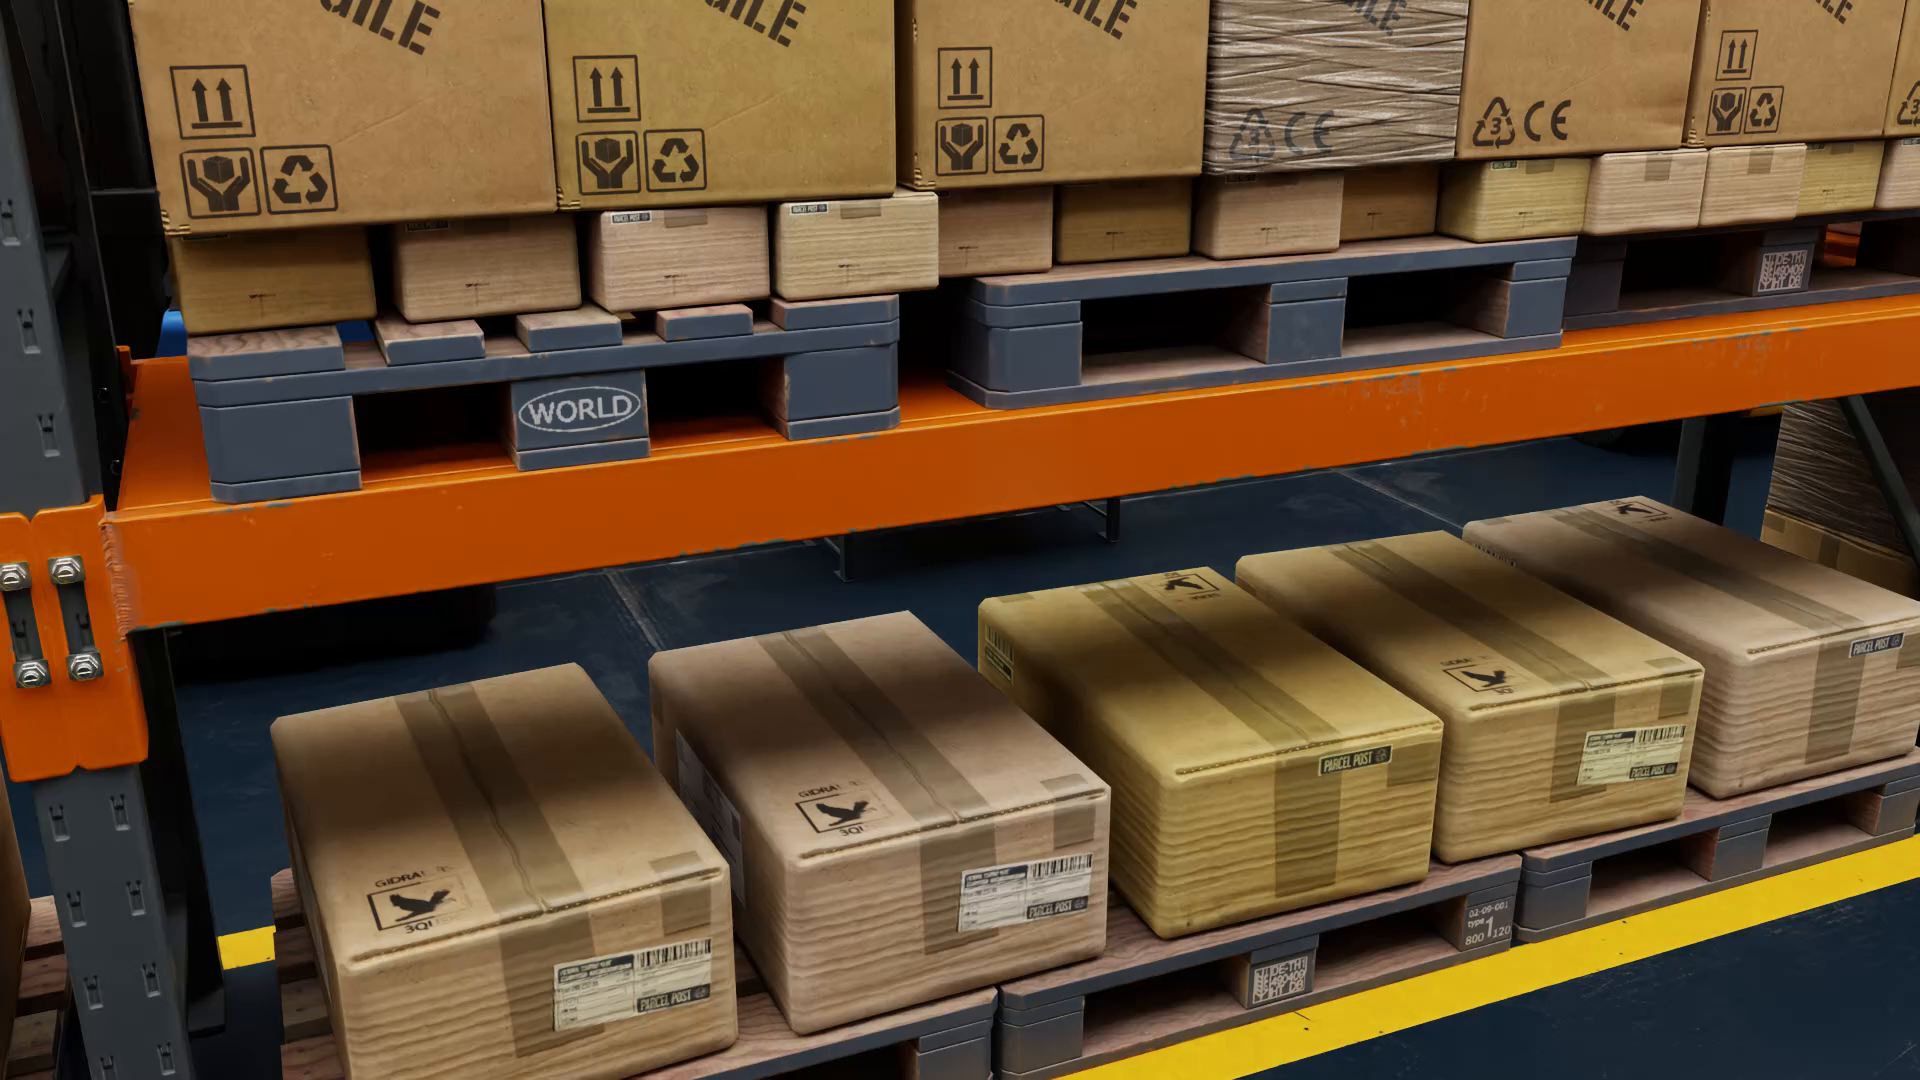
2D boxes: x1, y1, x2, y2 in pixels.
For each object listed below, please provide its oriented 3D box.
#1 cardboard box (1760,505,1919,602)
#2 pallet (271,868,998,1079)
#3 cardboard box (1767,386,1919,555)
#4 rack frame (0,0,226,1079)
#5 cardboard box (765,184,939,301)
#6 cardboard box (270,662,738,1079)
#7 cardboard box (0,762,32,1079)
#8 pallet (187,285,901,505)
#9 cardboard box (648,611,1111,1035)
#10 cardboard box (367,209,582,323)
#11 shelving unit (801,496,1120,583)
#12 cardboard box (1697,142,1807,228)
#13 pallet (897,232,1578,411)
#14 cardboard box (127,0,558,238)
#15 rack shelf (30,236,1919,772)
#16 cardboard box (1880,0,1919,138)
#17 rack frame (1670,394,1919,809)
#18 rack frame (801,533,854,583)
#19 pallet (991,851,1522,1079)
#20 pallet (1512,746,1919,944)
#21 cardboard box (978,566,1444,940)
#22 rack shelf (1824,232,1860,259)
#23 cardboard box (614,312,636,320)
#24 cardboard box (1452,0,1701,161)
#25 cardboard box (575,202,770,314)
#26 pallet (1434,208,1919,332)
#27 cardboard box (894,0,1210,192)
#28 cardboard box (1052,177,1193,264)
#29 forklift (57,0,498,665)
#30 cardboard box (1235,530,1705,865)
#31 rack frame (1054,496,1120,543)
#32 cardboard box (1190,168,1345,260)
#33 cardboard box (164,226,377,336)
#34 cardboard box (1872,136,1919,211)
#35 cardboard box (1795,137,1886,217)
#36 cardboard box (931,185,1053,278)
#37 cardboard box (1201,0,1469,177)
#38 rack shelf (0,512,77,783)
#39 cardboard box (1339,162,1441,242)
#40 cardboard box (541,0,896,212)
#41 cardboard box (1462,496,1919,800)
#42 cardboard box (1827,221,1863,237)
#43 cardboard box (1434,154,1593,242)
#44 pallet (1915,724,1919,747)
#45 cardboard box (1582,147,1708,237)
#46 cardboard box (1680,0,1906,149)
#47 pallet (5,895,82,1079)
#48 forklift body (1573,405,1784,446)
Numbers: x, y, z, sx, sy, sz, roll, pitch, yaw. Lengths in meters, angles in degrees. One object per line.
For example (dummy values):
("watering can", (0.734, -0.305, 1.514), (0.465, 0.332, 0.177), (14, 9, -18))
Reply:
("cardboard box", (2.714, 0.058, 4.849), (0.500, 0.250, 0.500), (-7, 21, -19))
("pallet", (-0.677, 0.858, 3.267), (1.213, 0.211, 1.003), (-8, 21, -22))
("cardboard box", (2.715, -0.296, 4.724), (0.500, 0.500, 0.500), (-8, 21, -23))
("rack frame", (-1.395, -0.355, 2.513), (0.127, 3.000, 1.000), (-8, 21, -22))
("cardboard box", (-0.220, -0.499, 2.670), (0.250, 0.149, 0.380), (-8, 21, -22))
("cardboard box", (-0.872, 0.615, 3.083), (0.625, 0.372, 0.950), (-10, 22, -26))
("cardboard box", (-2.062, 0.515, 2.610), (0.875, 0.875, 0.875), (-8, 21, -22))
("pallet", (-0.783, -0.391, 2.904), (1.003, 0.211, 1.213), (-8, 21, -22))
("cardboard box", (-0.198, 0.516, 3.365), (0.625, 0.372, 0.950), (-9, 21, -23))
("cardboard box", (-0.750, -0.447, 2.522), (0.250, 0.149, 0.380), (-10, 22, -25))
("shelving unit", (-0.006, -0.530, 5.833), (1.048, 1.125, 0.538), (-8, 21, -22))
("cardboard box", (1.443, -0.735, 3.338), (0.250, 0.149, 0.380), (-9, 21, -23))
("pallet", (0.406, -0.537, 3.320), (1.213, 0.211, 1.003), (-8, 21, -22))
("cardboard box", (-0.890, -0.729, 2.345), (0.500, 0.500, 0.500), (-9, 21, -23))
("rack shelf", (0.441, -0.279, 3.380), (4.000, 0.370, 1.077), (-8, 21, -22))
("cardboard box", (1.944, -1.136, 3.501), (0.500, 0.500, 0.500), (-9, 21, -23))
("rack frame", (2.278, -0.881, 4.008), (0.127, 3.000, 1.000), (-8, 21, -22))
("rack frame", (-0.473, -0.463, 5.643), (0.032, 1.125, 0.500), (-8, 21, -22))
("pallet", (0.442, 0.699, 3.719), (1.213, 0.211, 1.003), (-8, 21, -22))
("pallet", (1.563, 0.537, 4.179), (1.213, 0.211, 1.003), (-8, 21, -22))
("cardboard box", (0.501, 0.418, 3.644), (0.625, 0.372, 0.950), (-7, 21, -20))
("rack shelf", (4.114, -0.805, 4.875), (4.000, 0.370, 1.077), (-8, 21, -22))
("cardboard box", (-1.572, -1.201, 7.860), (0.625, 0.625, 0.875), (-9, 21, -24))
("cardboard box", (1.013, -1.004, 3.127), (0.500, 0.500, 0.500), (-7, 21, -20))
("cardboard box", (-0.481, -0.469, 2.585), (0.250, 0.149, 0.380), (-10, 22, -25))
("pallet", (1.518, -0.734, 3.880), (1.213, 0.211, 1.003), (-8, 21, -22))
("cardboard box", (0.070, -0.872, 2.750), (0.500, 0.500, 0.500), (-8, 21, -21))
("cardboard box", (0.214, -0.604, 2.967), (0.250, 0.149, 0.380), (-7, 21, -20))
("forklift", (-3.010, -1.068, 4.641), (3.031, 2.935, 1.130), (-6, 20, -17))
("cardboard box", (1.138, 0.326, 3.905), (0.625, 0.372, 0.950), (-7, 21, -19))
("rack frame", (0.461, -0.597, 6.023), (0.032, 1.125, 0.500), (-8, 21, -22))
("cardboard box", (0.480, -0.618, 3.008), (0.250, 0.149, 0.380), (-7, 21, -20))
("cardboard box", (-1.023, -0.421, 2.446), (0.250, 0.149, 0.380), (-9, 22, -25))
("cardboard box", (1.915, -0.809, 3.549), (0.250, 0.149, 0.380), (-8, 21, -21))
("cardboard box", (1.665, -0.779, 3.465), (0.250, 0.149, 0.380), (-9, 21, -24))
("cardboard box", (-0.030, -0.555, 2.827), (0.250, 0.149, 0.380), (-7, 21, -19))
("cardboard box", (0.533, -0.935, 2.930), (0.500, 0.500, 0.500), (-9, 21, -24))
("rack shelf", (-3.232, 0.248, 1.886), (4.000, 0.370, 1.077), (-8, 21, -22))
("cardboard box", (0.690, -0.676, 3.170), (0.250, 0.149, 0.380), (-9, 21, -24))
("cardboard box", (-0.415, -0.800, 2.546), (0.500, 0.500, 0.500), (-7, 21, -19))
("cardboard box", (1.797, 0.230, 4.176), (0.625, 0.372, 0.950), (-8, 21, -21))
("cardboard box", (2.452, -0.898, 4.434), (0.250, 0.149, 0.380), (-8, 21, -22))
("cardboard box", (0.972, -0.679, 3.180), (0.250, 0.149, 0.380), (-8, 21, -22))
("pallet", (2.880, 0.335, 4.753), (1.213, 0.211, 1.003), (-8, 21, -22))
("cardboard box", (1.210, -0.700, 3.240), (0.250, 0.149, 0.380), (-8, 21, -21))
("cardboard box", (1.490, -1.070, 3.314), (0.500, 0.500, 0.500), (-8, 21, -22))
("pallet", (-2.149, 1.041, 2.747), (1.213, 0.211, 1.003), (-8, 21, -22))
("forklift body", (2.962, -1.714, 7.652), (1.214, 2.155, 2.313), (-8, 21, -22))
